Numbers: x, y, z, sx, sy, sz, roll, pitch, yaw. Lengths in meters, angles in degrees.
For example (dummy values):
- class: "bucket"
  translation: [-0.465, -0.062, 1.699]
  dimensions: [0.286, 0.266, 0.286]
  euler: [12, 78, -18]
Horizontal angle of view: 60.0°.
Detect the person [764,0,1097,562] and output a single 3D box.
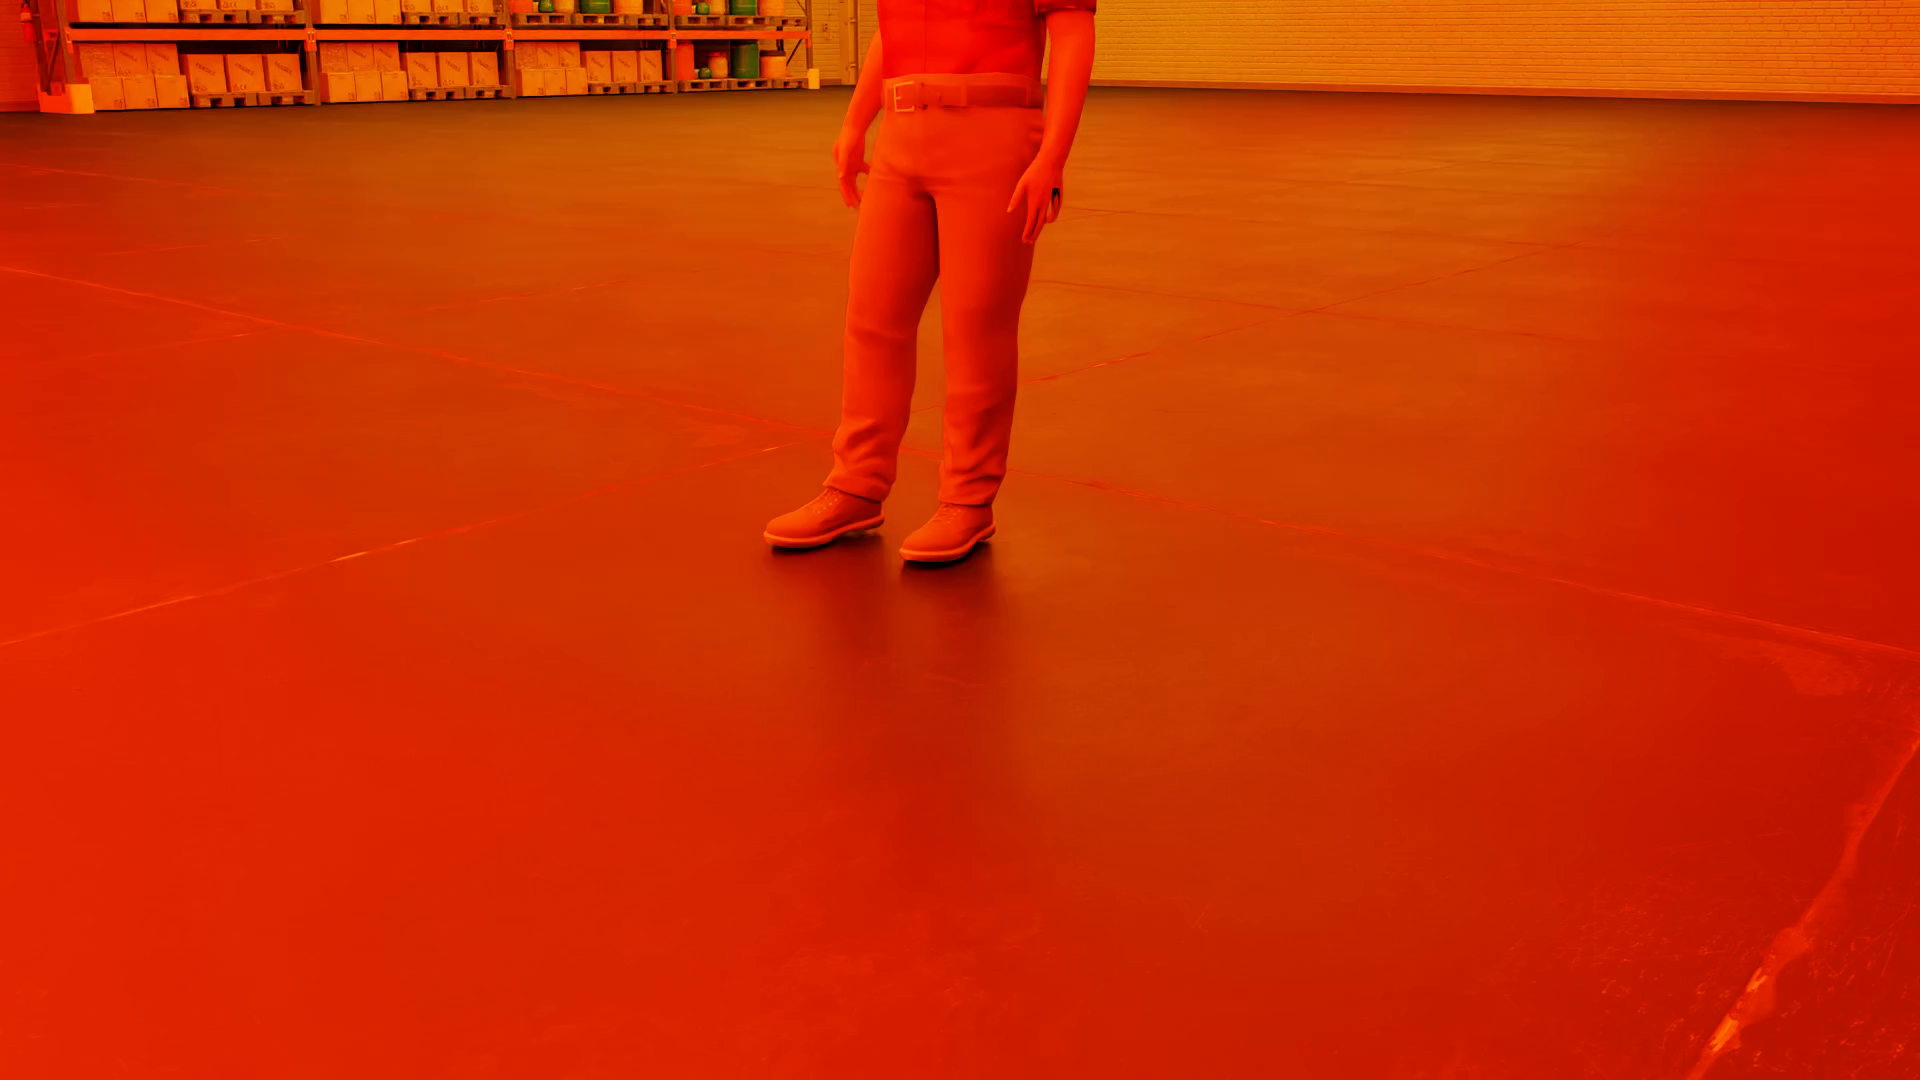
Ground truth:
- class: "person"
  translation: [-0.066, -0.817, 3.629]
  dimensions: [0.641, 1.727, 0.550]
  euler: [13, 21, 37]
